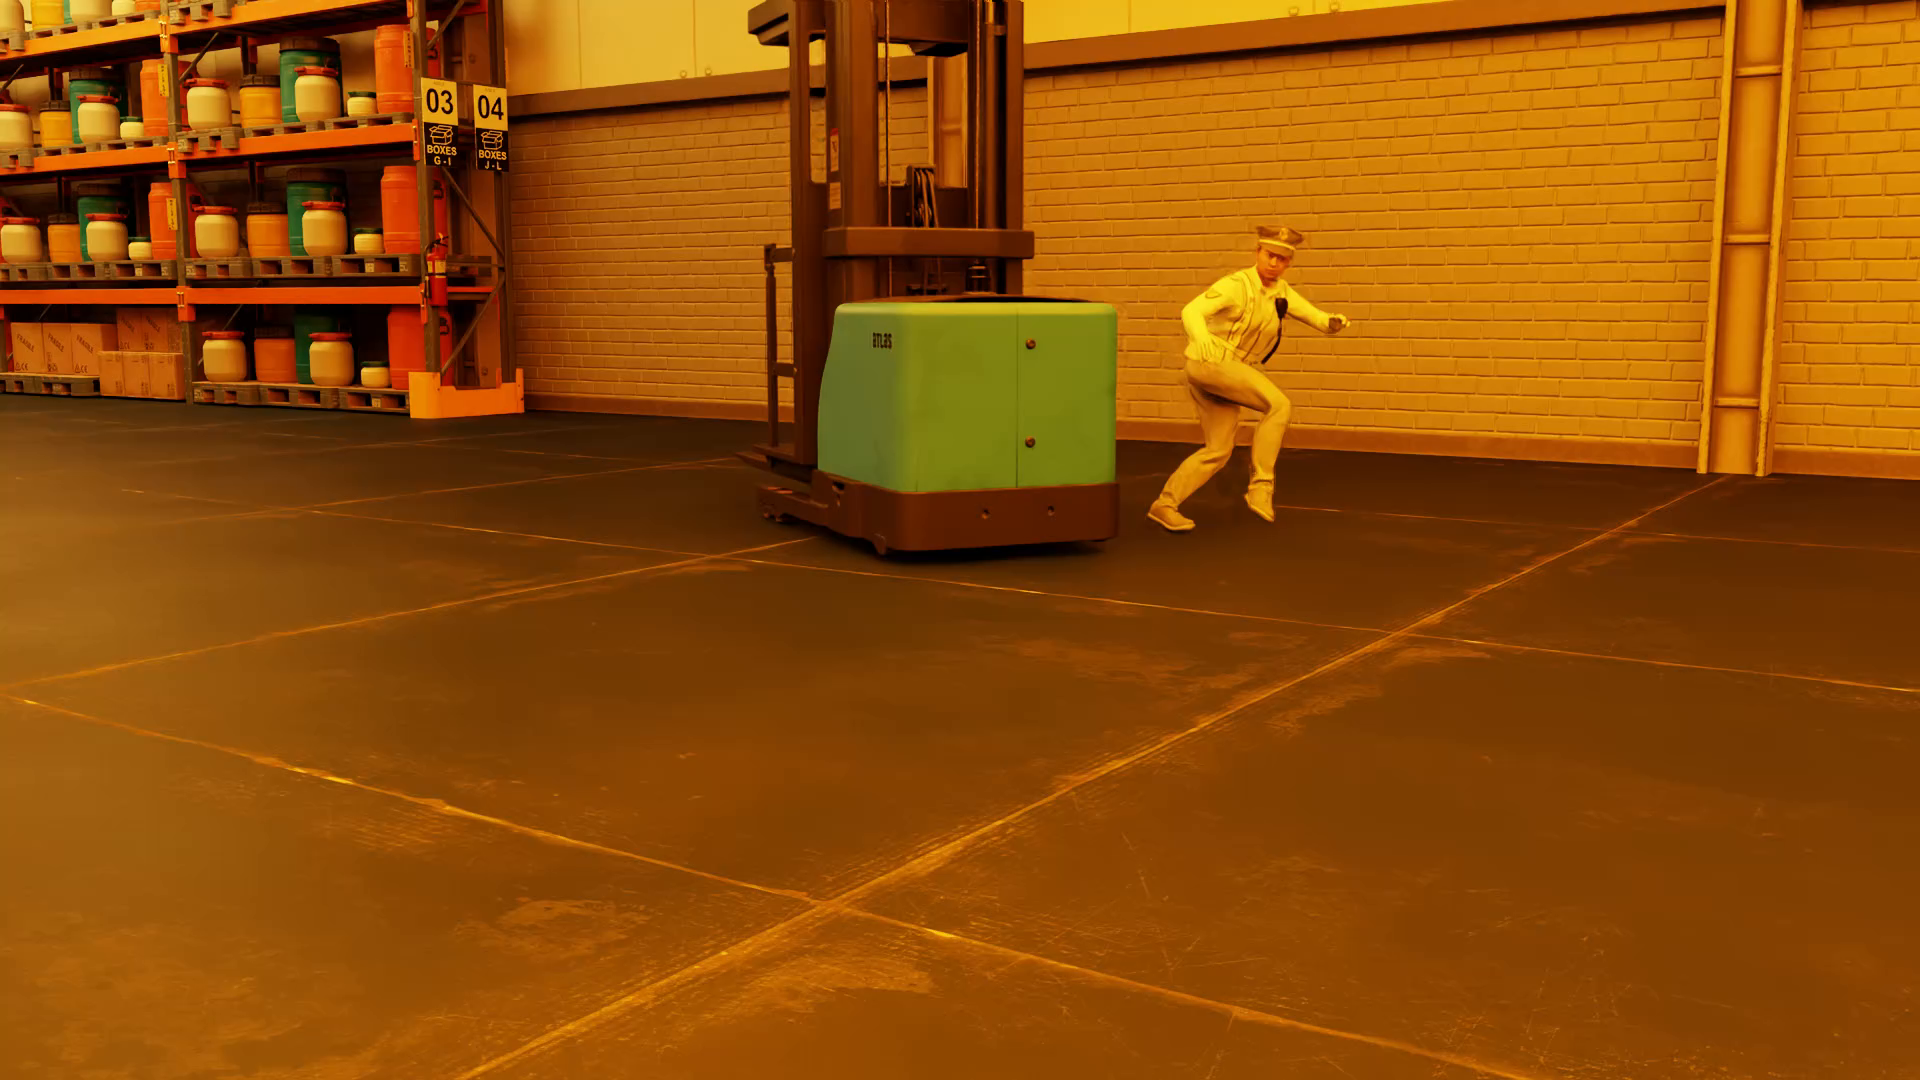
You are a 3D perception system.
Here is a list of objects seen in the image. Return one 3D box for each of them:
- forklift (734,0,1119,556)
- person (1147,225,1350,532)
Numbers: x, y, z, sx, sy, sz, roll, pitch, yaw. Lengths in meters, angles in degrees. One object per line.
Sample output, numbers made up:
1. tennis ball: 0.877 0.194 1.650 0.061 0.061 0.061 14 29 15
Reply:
1. forklift: -0.373 -1.554 8.124 1.130 2.935 3.031 -4 9 -24
2. person: 1.400 -0.777 7.941 0.834 1.435 0.915 6 10 35
